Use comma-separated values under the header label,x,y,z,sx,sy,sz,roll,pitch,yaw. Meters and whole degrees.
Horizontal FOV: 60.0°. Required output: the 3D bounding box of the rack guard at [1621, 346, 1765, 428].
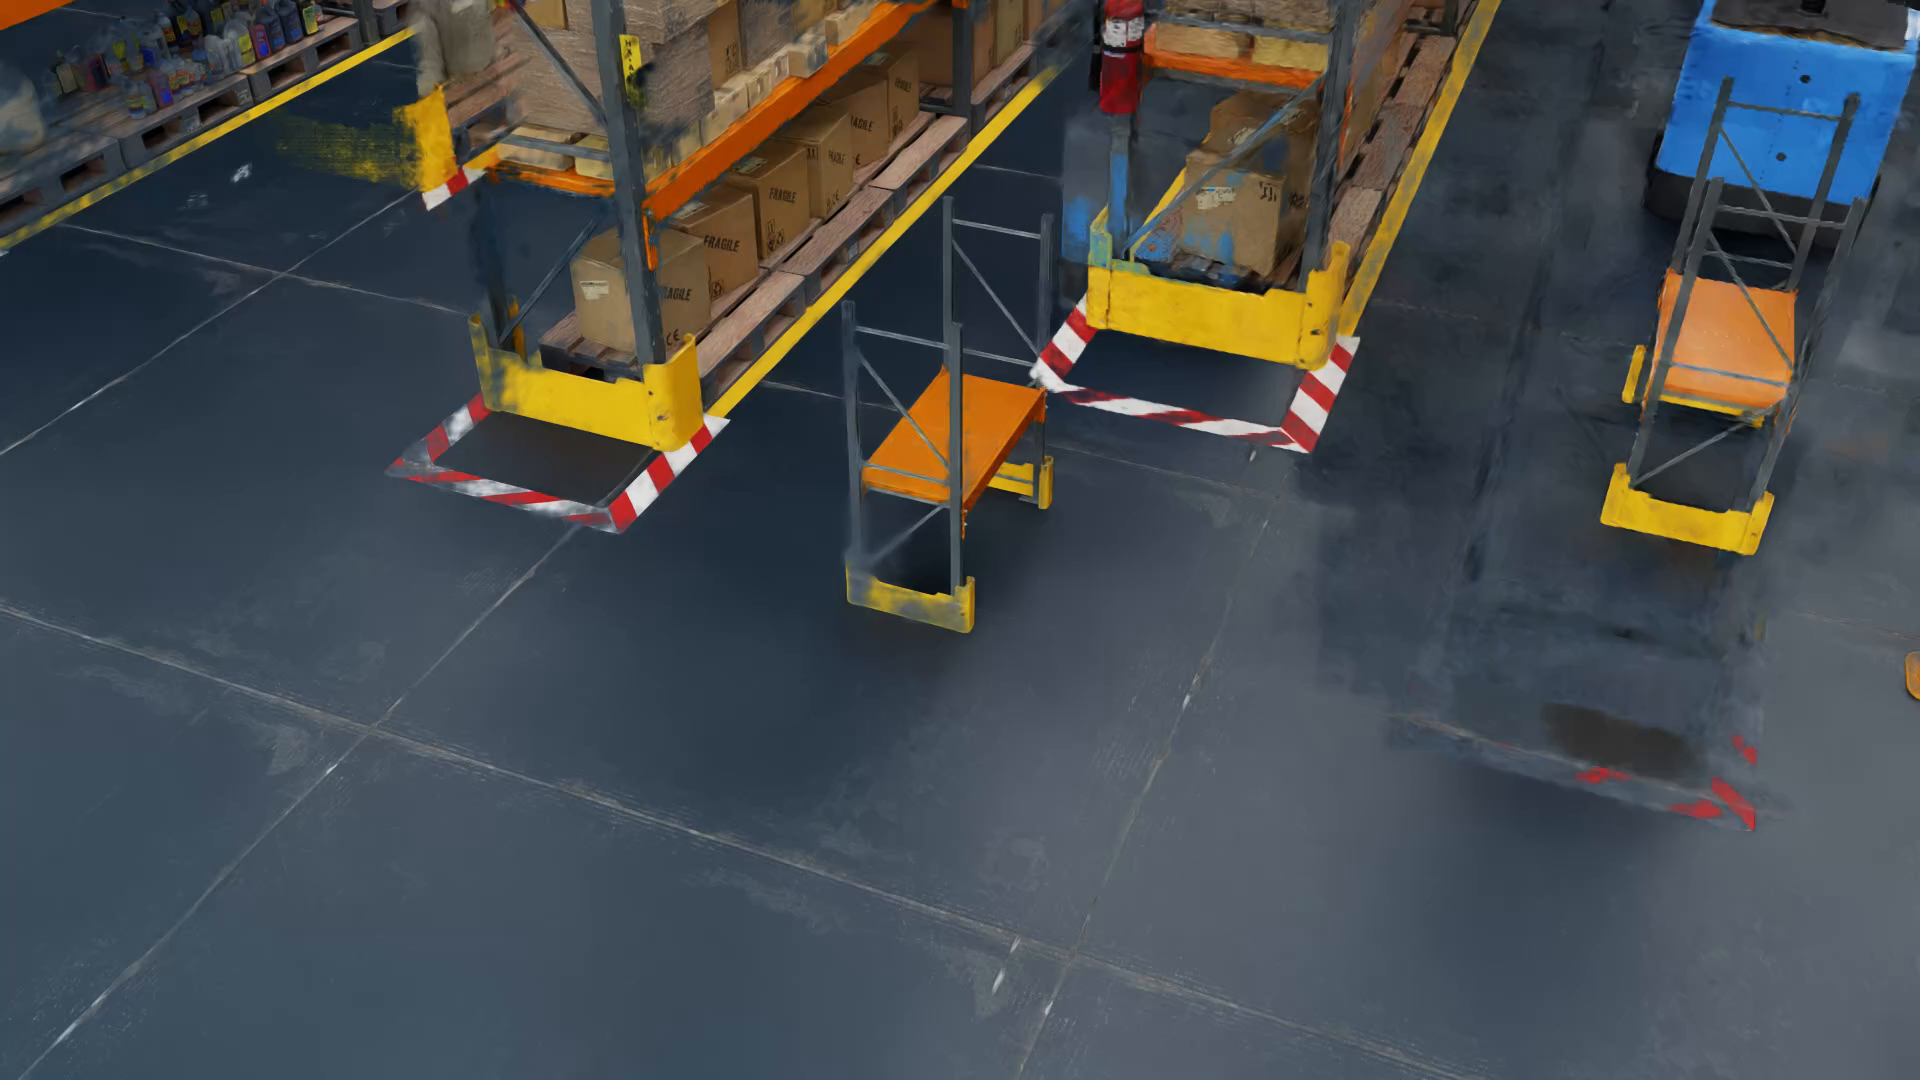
label,x,y,z,sx,sy,sz,roll,pitch,yaw
rack guard,0.160,-0.334,7.988,0.587,0.250,0.087,14,39,18

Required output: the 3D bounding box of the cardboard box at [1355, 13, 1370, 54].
label,x,y,z,sx,sy,sz,roll,pitch,yaw
cardboard box,-1.488,-1.953,8.068,0.380,0.149,0.250,14,39,18

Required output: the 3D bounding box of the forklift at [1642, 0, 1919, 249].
label,x,y,z,sx,sy,sz,roll,pitch,yaw
forklift,1.661,-3.187,9.566,1.130,2.935,3.031,16,40,21

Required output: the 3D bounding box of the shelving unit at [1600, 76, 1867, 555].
label,x,y,z,sx,sy,sz,roll,pitch,yaw
shelving unit,-0.029,-0.559,7.245,0.587,1.500,1.083,14,39,18

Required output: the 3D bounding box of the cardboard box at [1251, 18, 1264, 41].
label,x,y,z,sx,sy,sz,roll,pitch,yaw
cardboard box,-1.917,-2.059,8.209,0.380,0.149,0.250,14,39,18

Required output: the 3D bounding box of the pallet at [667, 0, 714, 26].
label,x,y,z,sx,sy,sz,roll,pitch,yaw
pallet,-5.283,-3.680,12.497,1.003,0.211,1.213,14,39,18

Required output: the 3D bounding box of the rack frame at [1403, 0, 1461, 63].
label,x,y,z,sx,sy,sz,roll,pitch,yaw
rack frame,-0.408,-4.031,10.638,1.000,3.000,0.127,14,39,18

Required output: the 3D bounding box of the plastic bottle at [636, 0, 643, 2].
label,x,y,z,sx,sy,sz,roll,pitch,yaw
plastic bottle,-5.248,-3.347,11.692,0.097,0.201,0.097,0,37,0

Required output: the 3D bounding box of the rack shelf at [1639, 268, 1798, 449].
label,x,y,z,sx,sy,sz,roll,pitch,yaw
rack shelf,-0.032,-0.409,7.345,0.538,0.185,1.000,14,39,18

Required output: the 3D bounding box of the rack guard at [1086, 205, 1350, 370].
label,x,y,z,sx,sy,sz,roll,pitch,yaw
rack guard,-1.901,-0.857,8.479,1.175,0.500,0.348,14,39,18

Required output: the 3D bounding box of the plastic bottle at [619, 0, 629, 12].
label,x,y,z,sx,sy,sz,roll,pitch,yaw
plastic bottle,-5.326,-3.233,11.540,0.097,0.201,0.097,0,37,0

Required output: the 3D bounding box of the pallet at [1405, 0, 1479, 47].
label,x,y,z,sx,sy,sz,roll,pitch,yaw
pallet,-0.113,-3.346,12.050,1.003,0.211,1.213,14,39,18

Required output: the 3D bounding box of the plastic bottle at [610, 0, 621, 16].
label,x,y,z,sx,sy,sz,roll,pitch,yaw
plastic bottle,-5.364,-3.206,11.445,0.097,0.271,0.097,0,37,0

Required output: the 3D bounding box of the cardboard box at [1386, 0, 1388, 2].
label,x,y,z,sx,sy,sz,roll,pitch,yaw
cardboard box,-1.202,-2.368,8.623,0.380,0.149,0.250,14,39,18

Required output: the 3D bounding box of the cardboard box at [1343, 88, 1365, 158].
label,x,y,z,sx,sy,sz,roll,pitch,yaw
cardboard box,-1.225,-2.006,9.666,0.500,0.500,0.500,18,40,22

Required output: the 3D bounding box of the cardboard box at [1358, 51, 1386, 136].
label,x,y,z,sx,sy,sz,roll,pitch,yaw
cardboard box,-0.972,-2.305,10.066,0.500,0.500,0.500,11,38,14

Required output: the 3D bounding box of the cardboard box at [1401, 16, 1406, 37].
label,x,y,z,sx,sy,sz,roll,pitch,yaw
cardboard box,-0.597,-2.986,10.976,0.500,0.500,0.500,13,39,16

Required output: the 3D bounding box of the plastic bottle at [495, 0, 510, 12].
label,x,y,z,sx,sy,sz,roll,pitch,yaw
plastic bottle,-6.096,-3.280,11.540,0.152,0.276,0.135,14,39,18

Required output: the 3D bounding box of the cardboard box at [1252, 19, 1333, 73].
label,x,y,z,sx,sy,sz,roll,pitch,yaw
cardboard box,-1.601,-1.819,7.888,0.380,0.149,0.250,14,39,18

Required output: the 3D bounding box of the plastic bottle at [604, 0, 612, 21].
label,x,y,z,sx,sy,sz,roll,pitch,yaw
plastic bottle,-5.402,-3.151,11.371,0.097,0.271,0.097,0,37,0

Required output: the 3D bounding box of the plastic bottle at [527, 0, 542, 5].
label,x,y,z,sx,sy,sz,roll,pitch,yaw
plastic bottle,-5.921,-3.309,11.641,0.097,0.201,0.097,0,37,0

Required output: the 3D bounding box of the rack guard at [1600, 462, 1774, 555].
label,x,y,z,sx,sy,sz,roll,pitch,yaw
rack guard,-0.218,0.218,7.250,0.587,0.250,0.087,14,39,18

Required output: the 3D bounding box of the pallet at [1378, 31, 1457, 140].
label,x,y,z,sx,sy,sz,roll,pitch,yaw
pallet,-0.631,-2.534,10.964,1.003,0.211,1.213,14,39,18

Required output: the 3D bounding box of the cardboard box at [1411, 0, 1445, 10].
label,x,y,z,sx,sy,sz,roll,pitch,yaw
cardboard box,-0.155,-3.541,11.703,0.700,0.500,0.500,11,38,14

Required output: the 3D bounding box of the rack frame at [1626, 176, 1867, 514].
label,x,y,z,sx,sy,sz,roll,pitch,yaw
rack frame,-0.226,-0.272,6.861,0.500,1.500,0.032,14,39,18

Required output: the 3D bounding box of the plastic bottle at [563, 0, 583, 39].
label,x,y,z,sx,sy,sz,roll,pitch,yaw
plastic bottle,-5.532,-2.961,11.117,0.097,0.271,0.097,0,37,0

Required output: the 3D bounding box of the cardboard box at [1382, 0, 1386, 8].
label,x,y,z,sx,sy,sz,roll,pitch,yaw
cardboard box,-1.303,-2.231,8.440,0.380,0.149,0.250,14,39,18

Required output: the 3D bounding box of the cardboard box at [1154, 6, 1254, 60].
label,x,y,z,sx,sy,sz,roll,pitch,yaw
cardboard box,-2.012,-1.921,8.024,0.380,0.149,0.250,14,39,18

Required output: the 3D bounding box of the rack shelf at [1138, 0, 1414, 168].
label,x,y,z,sx,sy,sz,roll,pitch,yaw
rack shelf,-1.169,-2.636,9.372,1.077,0.370,4.000,14,39,18

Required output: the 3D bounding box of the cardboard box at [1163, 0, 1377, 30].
label,x,y,z,sx,sy,sz,roll,pitch,yaw
cardboard box,-1.695,-2.274,7.955,0.875,0.500,0.500,14,39,18

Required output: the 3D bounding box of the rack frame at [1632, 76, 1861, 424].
label,x,y,z,sx,sy,sz,roll,pitch,yaw
rack frame,0.161,-0.835,7.614,0.500,1.500,0.032,14,39,18

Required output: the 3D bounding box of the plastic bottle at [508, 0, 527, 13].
label,x,y,z,sx,sy,sz,roll,pitch,yaw
plastic bottle,-5.997,-3.259,11.506,0.061,0.283,0.133,14,39,18

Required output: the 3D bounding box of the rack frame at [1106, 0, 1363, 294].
label,x,y,z,sx,sy,sz,roll,pitch,yaw
rack frame,-1.930,-1.816,7.675,1.000,3.000,0.127,14,39,18

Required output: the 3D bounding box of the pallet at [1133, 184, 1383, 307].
label,x,y,z,sx,sy,sz,roll,pitch,yaw
pallet,-1.559,-1.183,9.157,1.003,0.211,1.213,14,39,18

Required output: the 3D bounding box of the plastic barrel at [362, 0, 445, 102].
label,x,y,z,sx,sy,sz,roll,pitch,yaw
plastic barrel,-6.331,-2.498,10.314,0.421,0.512,0.421,0,37,0

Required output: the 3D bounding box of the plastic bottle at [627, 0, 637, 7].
label,x,y,z,sx,sy,sz,roll,pitch,yaw
plastic bottle,-5.287,-3.318,11.595,0.097,0.271,0.097,0,37,0

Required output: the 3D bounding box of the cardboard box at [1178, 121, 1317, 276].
label,x,y,z,sx,sy,sz,roll,pitch,yaw
cardboard box,-1.677,-1.325,8.755,0.500,0.500,0.500,21,42,26

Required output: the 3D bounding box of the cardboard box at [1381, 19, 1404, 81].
label,x,y,z,sx,sy,sz,roll,pitch,yaw
cardboard box,-0.808,-2.667,10.550,0.500,0.500,0.500,27,45,32

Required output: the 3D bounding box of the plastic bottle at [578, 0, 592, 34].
label,x,y,z,sx,sy,sz,roll,pitch,yaw
plastic bottle,-5.493,-2.990,11.215,0.097,0.201,0.097,0,37,0

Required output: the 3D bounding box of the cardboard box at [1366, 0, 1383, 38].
label,x,y,z,sx,sy,sz,roll,pitch,yaw
cardboard box,-1.379,-2.088,8.248,0.380,0.149,0.250,14,39,18

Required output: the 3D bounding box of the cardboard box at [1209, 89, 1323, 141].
label,x,y,z,sx,sy,sz,roll,pitch,yaw
cardboard box,-1.481,-1.664,9.208,0.500,0.500,0.500,25,43,29

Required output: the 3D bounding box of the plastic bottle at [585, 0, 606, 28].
label,x,y,z,sx,sy,sz,roll,pitch,yaw
plastic bottle,-5.429,-3.087,11.276,0.061,0.283,0.133,14,39,18

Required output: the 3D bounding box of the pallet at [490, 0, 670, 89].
label,x,y,z,sx,sy,sz,roll,pitch,yaw
pallet,-5.745,-3.002,11.590,1.003,0.211,1.213,14,39,18

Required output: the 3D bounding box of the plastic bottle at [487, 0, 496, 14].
label,x,y,z,sx,sy,sz,roll,pitch,yaw
plastic bottle,-6.189,-3.218,11.452,0.061,0.283,0.133,15,39,19

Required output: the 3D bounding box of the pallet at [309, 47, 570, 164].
label,x,y,z,sx,sy,sz,roll,pitch,yaw
pallet,-6.211,-2.329,10.690,1.003,0.211,1.213,14,39,18

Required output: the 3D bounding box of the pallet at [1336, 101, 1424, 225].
label,x,y,z,sx,sy,sz,roll,pitch,yaw
pallet,-1.094,-1.856,10.057,1.003,0.211,1.213,14,39,18

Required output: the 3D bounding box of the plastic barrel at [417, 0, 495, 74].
label,x,y,z,sx,sy,sz,roll,pitch,yaw
plastic barrel,-6.140,-2.776,10.685,0.421,0.512,0.421,0,37,0

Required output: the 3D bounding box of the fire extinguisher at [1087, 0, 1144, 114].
label,x,y,z,sx,sy,sz,roll,pitch,yaw
fire extinguisher,-2.400,-1.827,7.753,0.296,0.674,0.183,14,39,18
